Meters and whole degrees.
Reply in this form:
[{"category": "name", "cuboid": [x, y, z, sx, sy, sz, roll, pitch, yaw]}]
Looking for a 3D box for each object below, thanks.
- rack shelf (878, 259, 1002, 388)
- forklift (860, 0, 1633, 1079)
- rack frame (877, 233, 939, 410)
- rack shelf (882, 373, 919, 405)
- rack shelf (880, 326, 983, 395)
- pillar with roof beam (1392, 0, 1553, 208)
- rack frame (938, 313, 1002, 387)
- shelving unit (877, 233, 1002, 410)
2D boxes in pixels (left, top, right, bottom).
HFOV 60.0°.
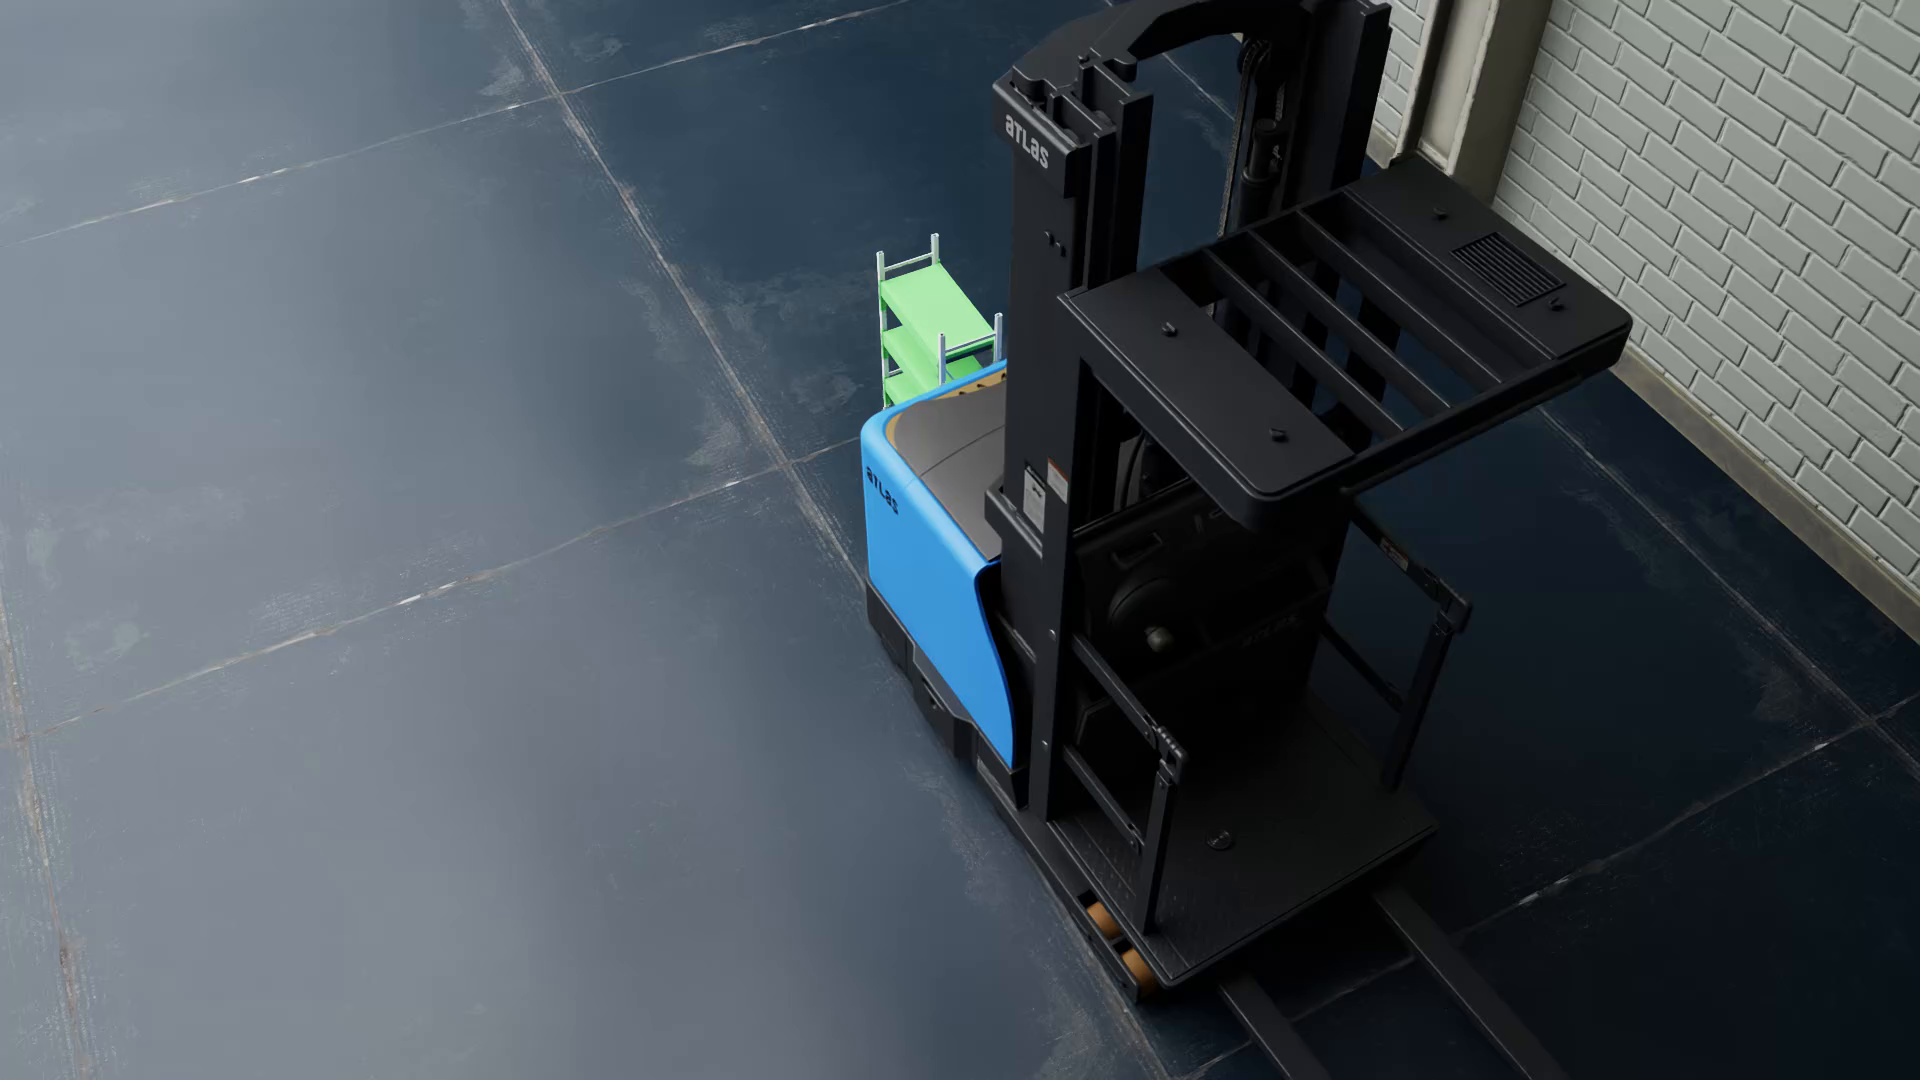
[{"category": "rack shelf", "cuboid": [-0.076, -0.780, 5.975, 0.258, 0.148, 0.480, -21, 52, -18]}, {"category": "forklift", "cuboid": [0.845, 0.100, 4.608, 1.130, 2.935, 3.031, -25, 53, -20]}, {"category": "rack frame", "cuboid": [-0.187, -0.669, 6.431, 0.240, 1.200, 0.015, -21, 52, -18]}, {"category": "rack shelf", "cuboid": [-0.076, -0.464, 6.336, 0.258, 0.148, 0.480, -21, 52, -18]}, {"category": "rack shelf", "cuboid": [-0.076, -0.622, 6.155, 0.258, 0.148, 0.480, -21, 52, -18]}, {"category": "pillar with roof beam", "cuboid": [-1.598, -2.940, 3.235, 9.100, 9.000, 0.400, -21, 52, -18]}, {"category": "rack frame", "cuboid": [0.036, -0.342, 6.145, 0.240, 1.200, 0.015, -21, 52, -18]}, {"category": "shelving unit", "cuboid": [-0.076, -0.506, 6.288, 0.258, 1.200, 0.503, -21, 52, -18]}]
